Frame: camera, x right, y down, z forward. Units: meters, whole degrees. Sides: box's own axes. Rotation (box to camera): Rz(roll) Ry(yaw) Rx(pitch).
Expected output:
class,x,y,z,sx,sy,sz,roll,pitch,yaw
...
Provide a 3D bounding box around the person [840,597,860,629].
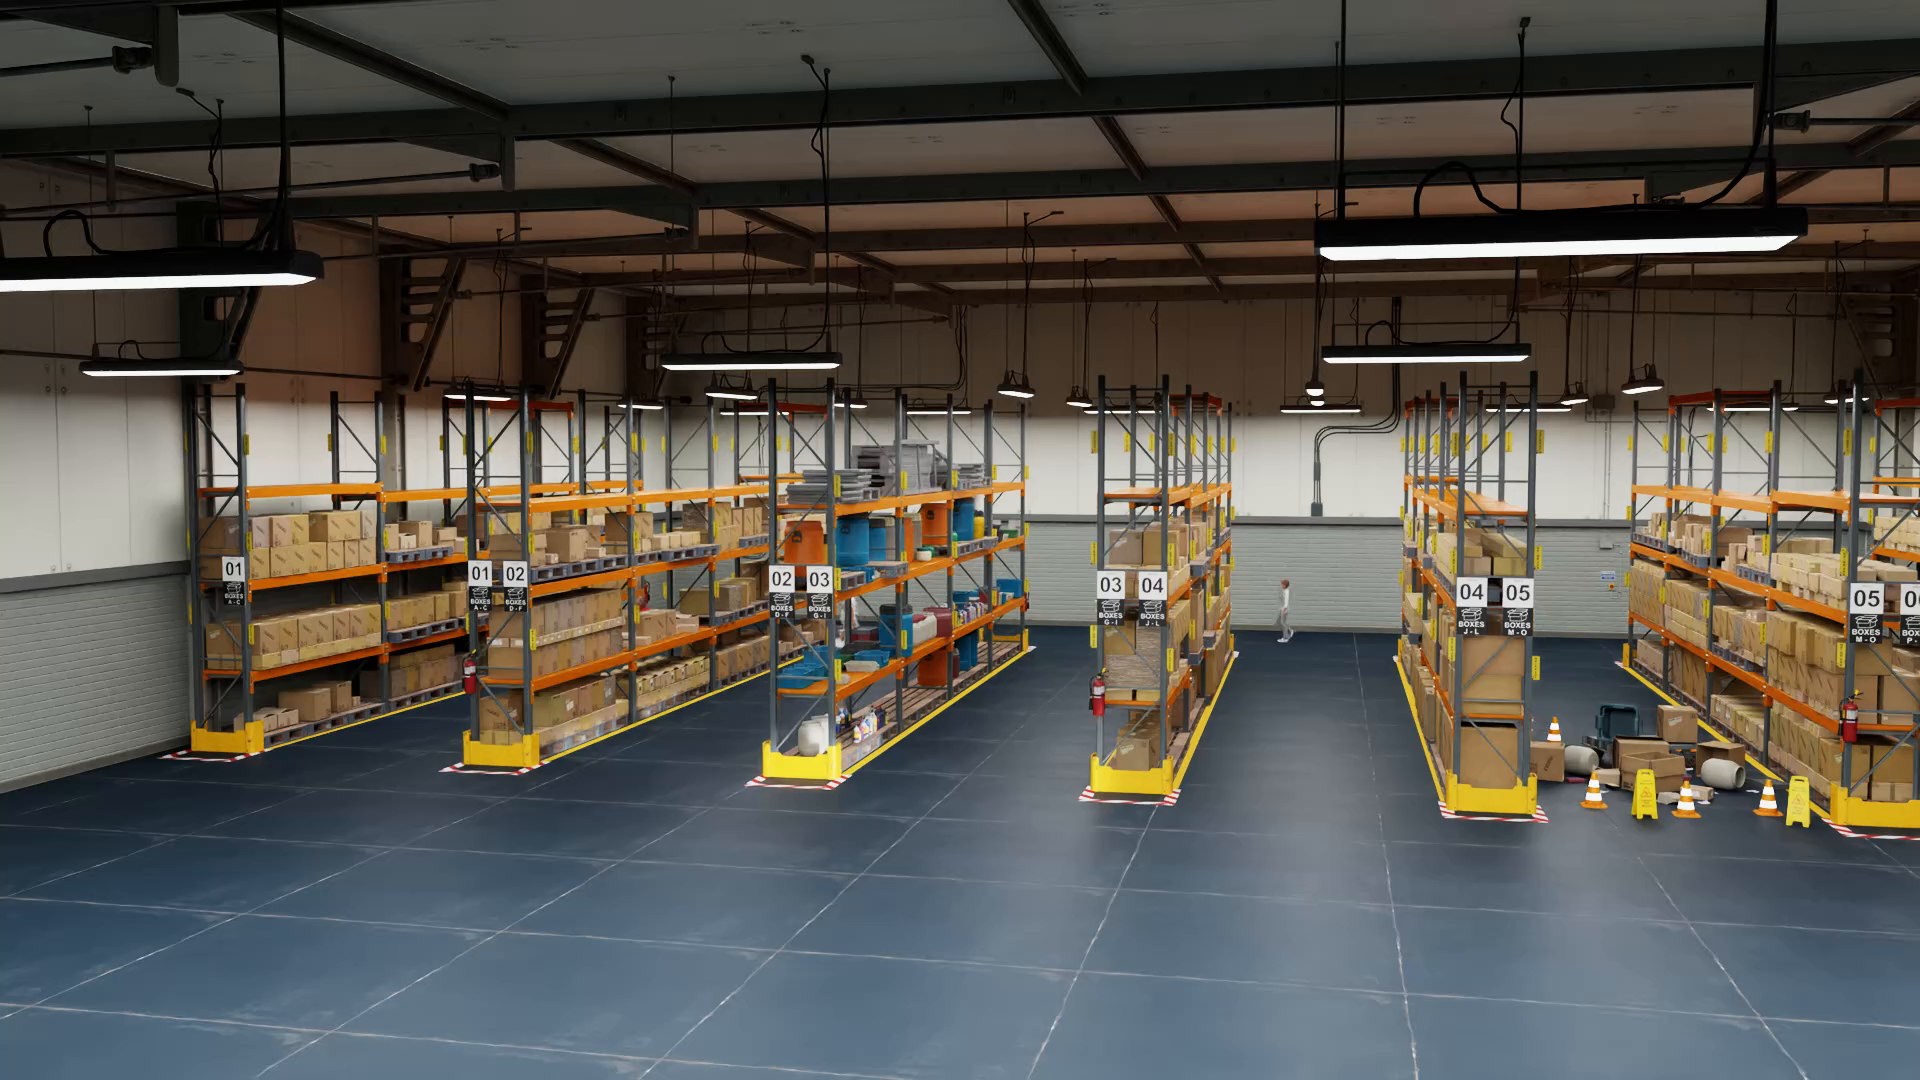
class,x,y,z,sx,sy,sz,roll,pitch,yaw
person,-2.587,1.892,38.996,0.509,1.761,0.575,-2,4,-26

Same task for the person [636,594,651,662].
class,x,y,z,sx,sy,sz,roll,pitch,yaw
person,-7.033,2.076,36.391,0.558,1.736,0.730,0,3,-3

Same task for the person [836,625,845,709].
class,x,y,z,sx,sy,sz,roll,pitch,yaw
person,-2.198,2.434,30.907,0.557,1.697,0.668,0,3,3

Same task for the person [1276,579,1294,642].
class,x,y,z,sx,sy,sz,roll,pitch,yaw
person,8.229,1.790,42.036,0.454,1.575,0.448,0,3,8
